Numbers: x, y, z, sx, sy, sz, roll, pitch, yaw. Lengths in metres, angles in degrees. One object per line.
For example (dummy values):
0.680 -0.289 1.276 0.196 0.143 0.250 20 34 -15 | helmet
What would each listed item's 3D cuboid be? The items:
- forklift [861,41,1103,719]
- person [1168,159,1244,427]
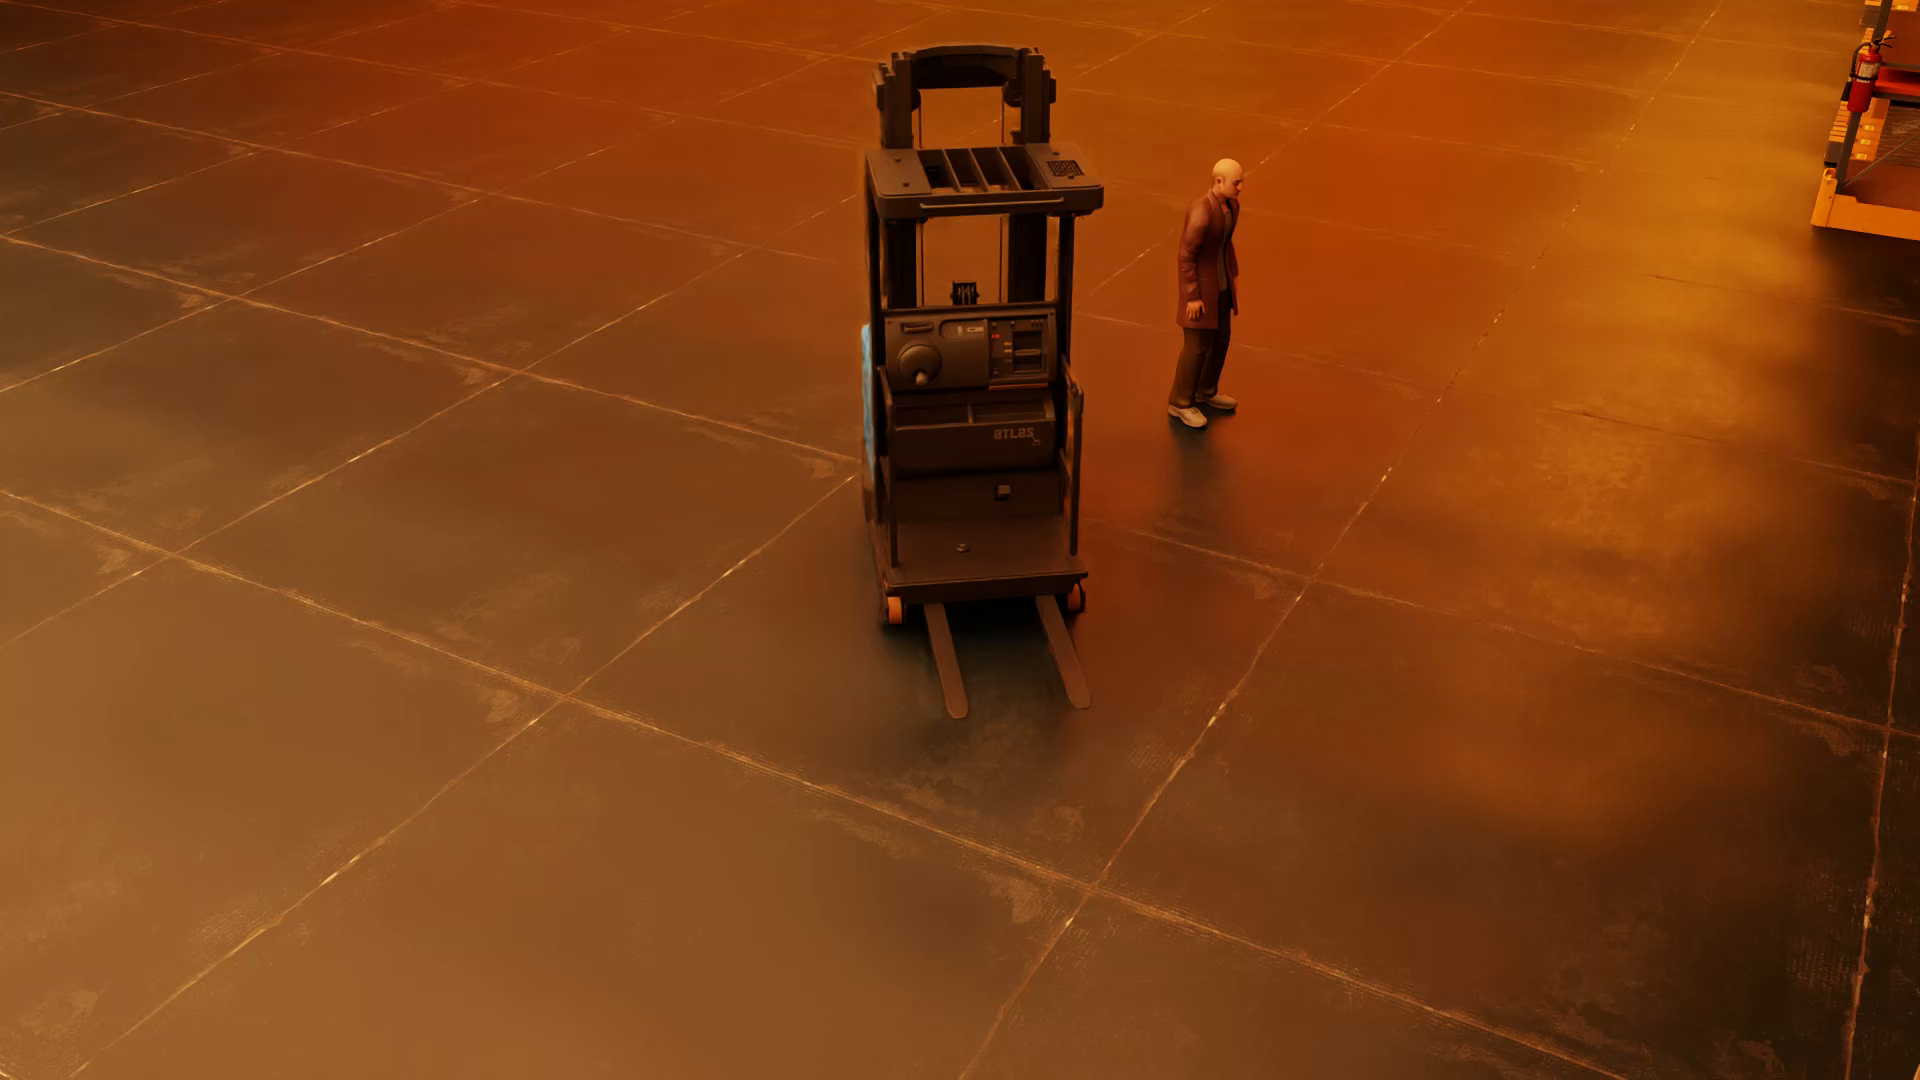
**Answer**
0.093 -0.984 8.775 1.130 2.935 3.031 -4 30 -7 | forklift
1.677 -1.686 11.149 0.427 1.773 0.652 21 36 32 | person
